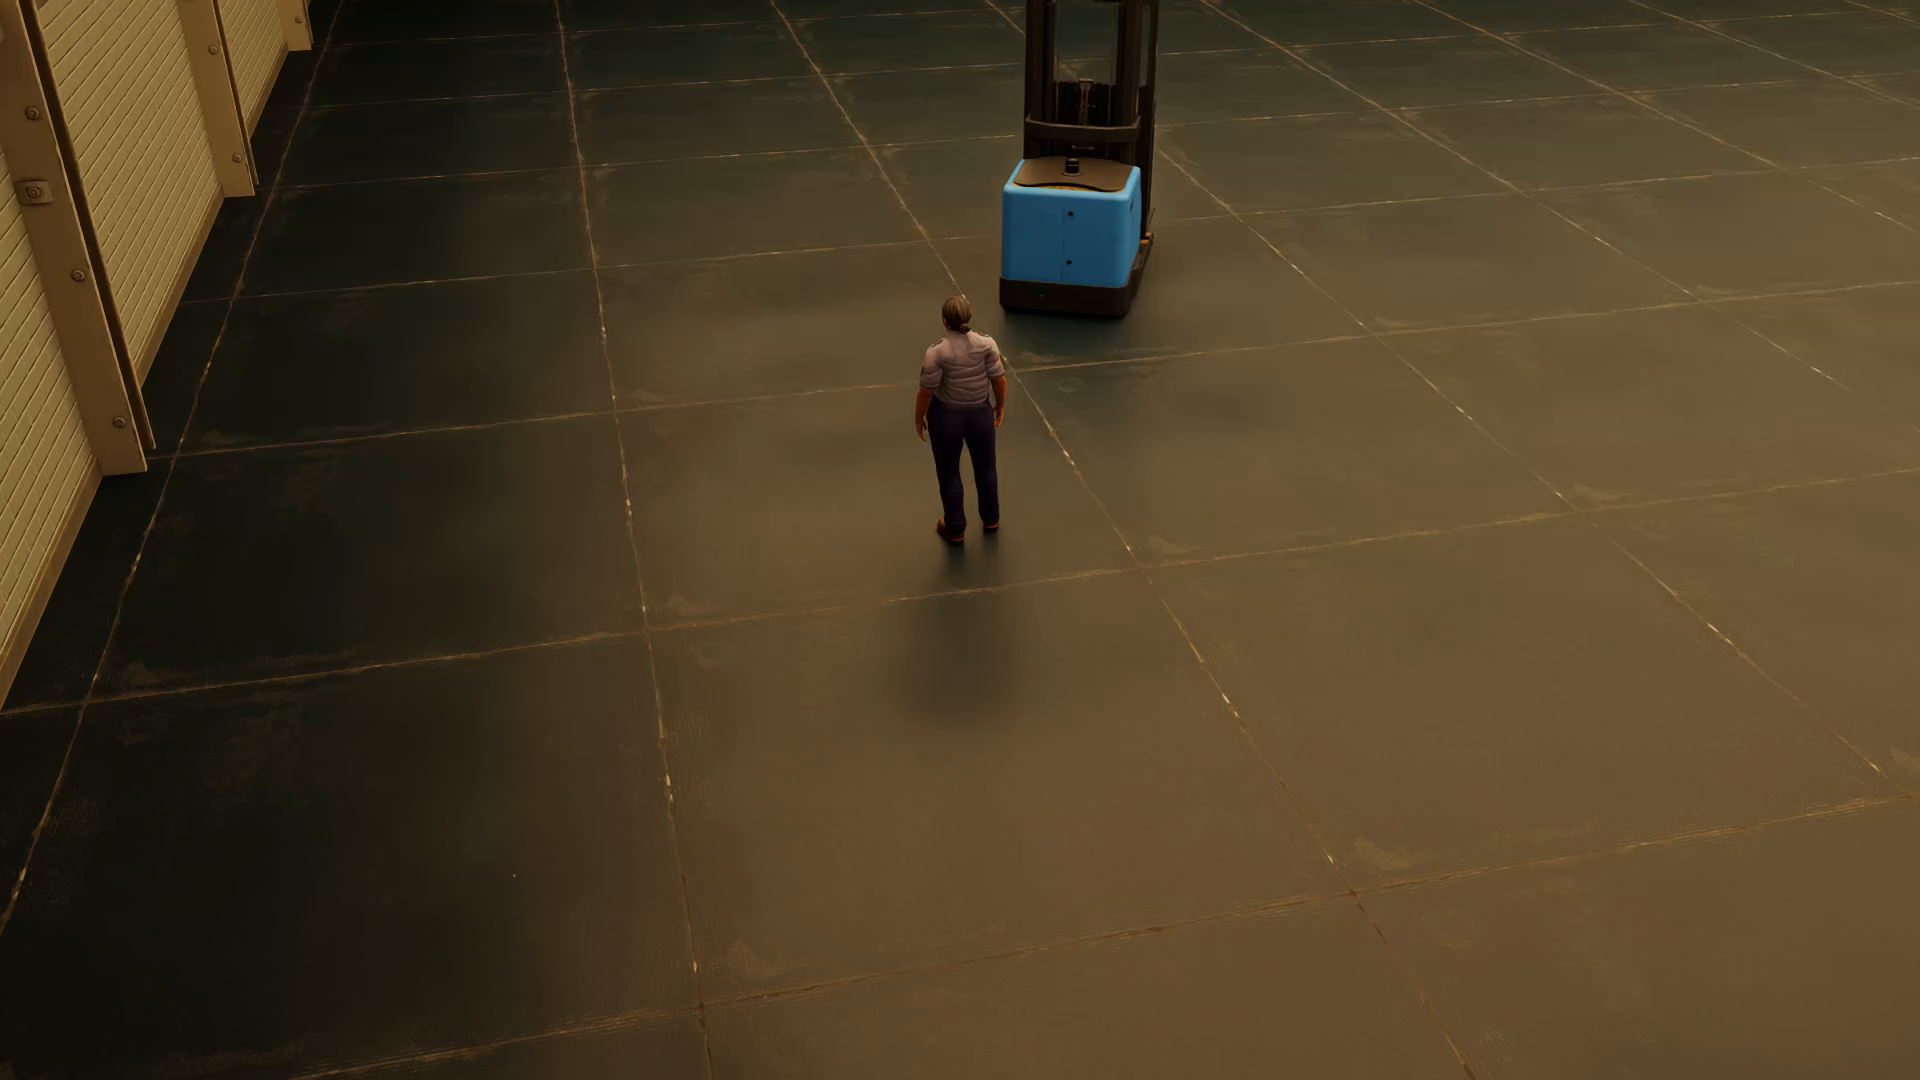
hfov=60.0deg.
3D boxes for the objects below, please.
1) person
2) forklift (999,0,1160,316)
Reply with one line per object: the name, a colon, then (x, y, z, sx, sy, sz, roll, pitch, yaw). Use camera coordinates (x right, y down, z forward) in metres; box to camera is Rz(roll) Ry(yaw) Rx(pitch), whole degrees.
person: (0.001, -0.766, 10.164, 0.598, 1.651, 0.502, -7, 31, -12)
forklift: (1.136, -3.814, 14.162, 1.130, 2.935, 3.031, 6, 31, 10)
